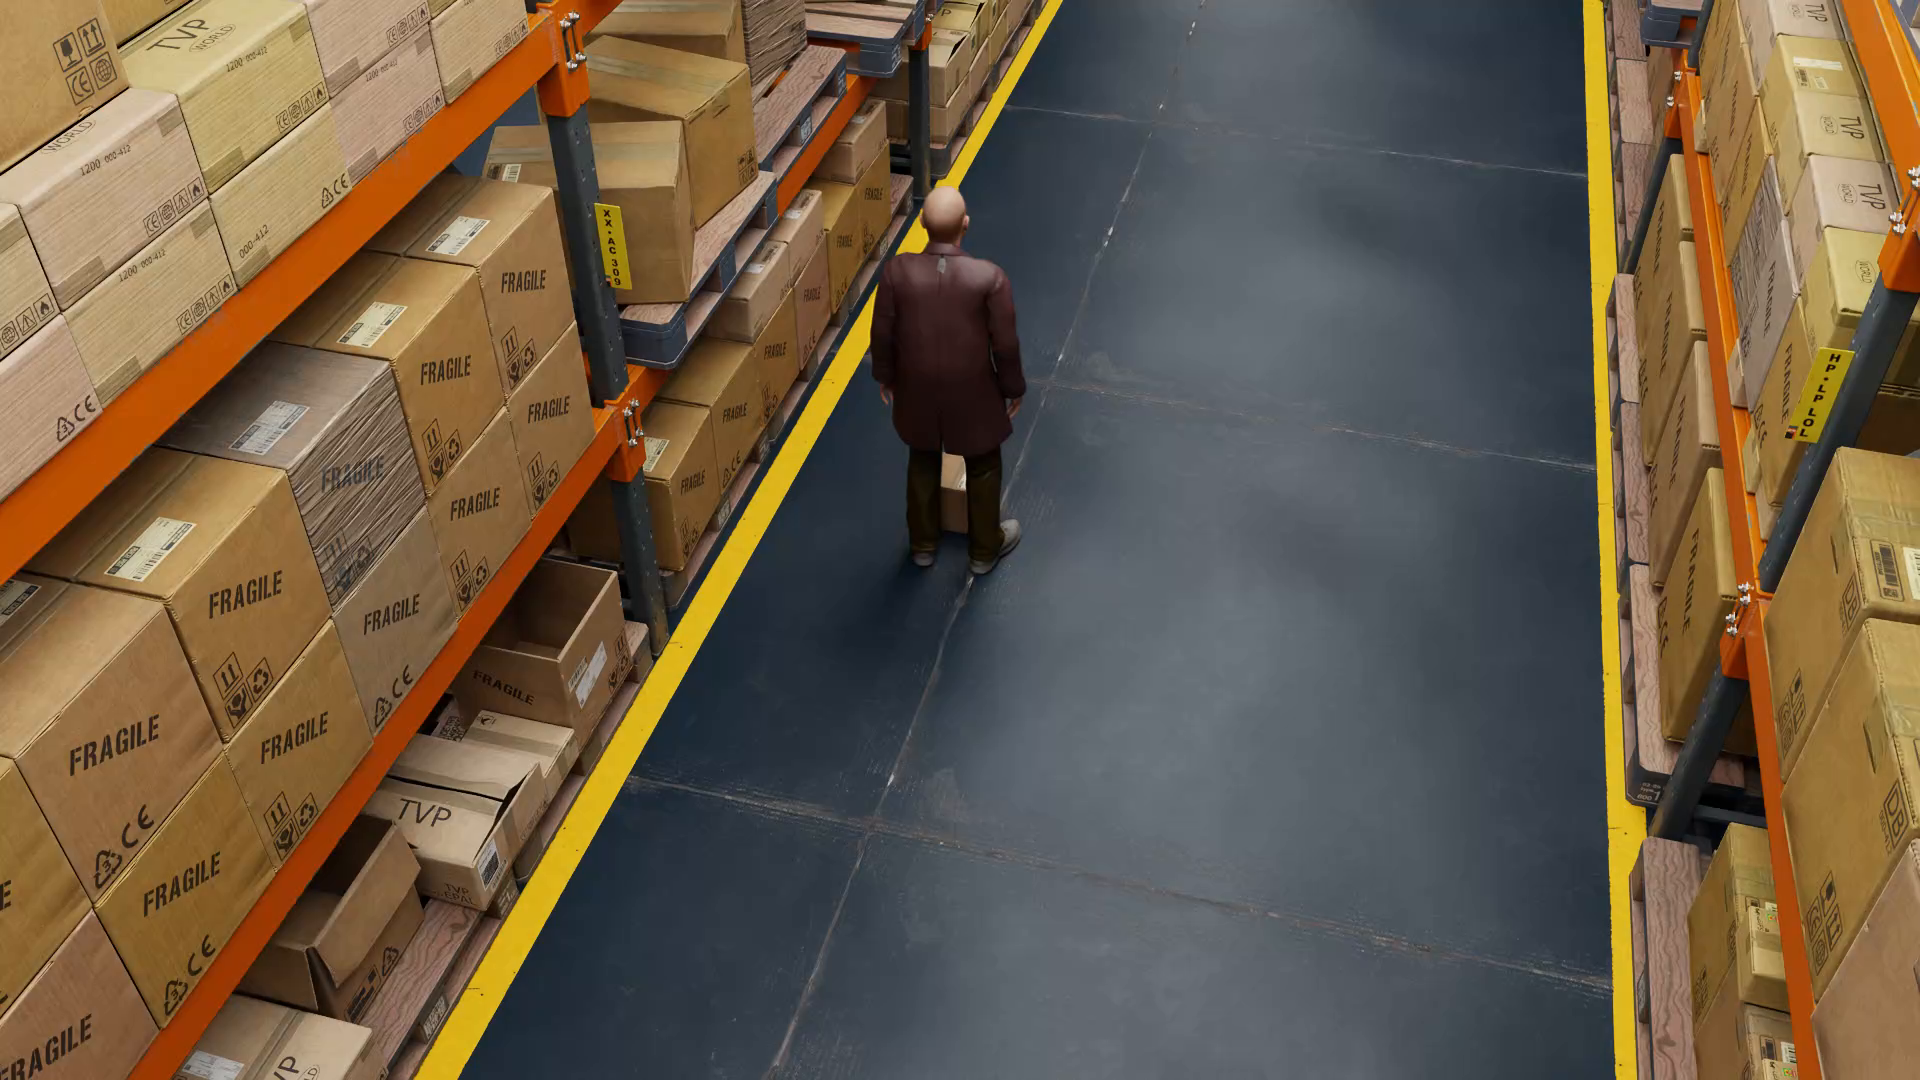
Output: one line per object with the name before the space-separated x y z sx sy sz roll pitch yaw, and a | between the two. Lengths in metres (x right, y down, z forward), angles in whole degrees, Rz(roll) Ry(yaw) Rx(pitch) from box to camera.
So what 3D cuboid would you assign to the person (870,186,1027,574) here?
person | -0.050 -0.637 6.915 0.656 1.774 0.421 9 41 10
